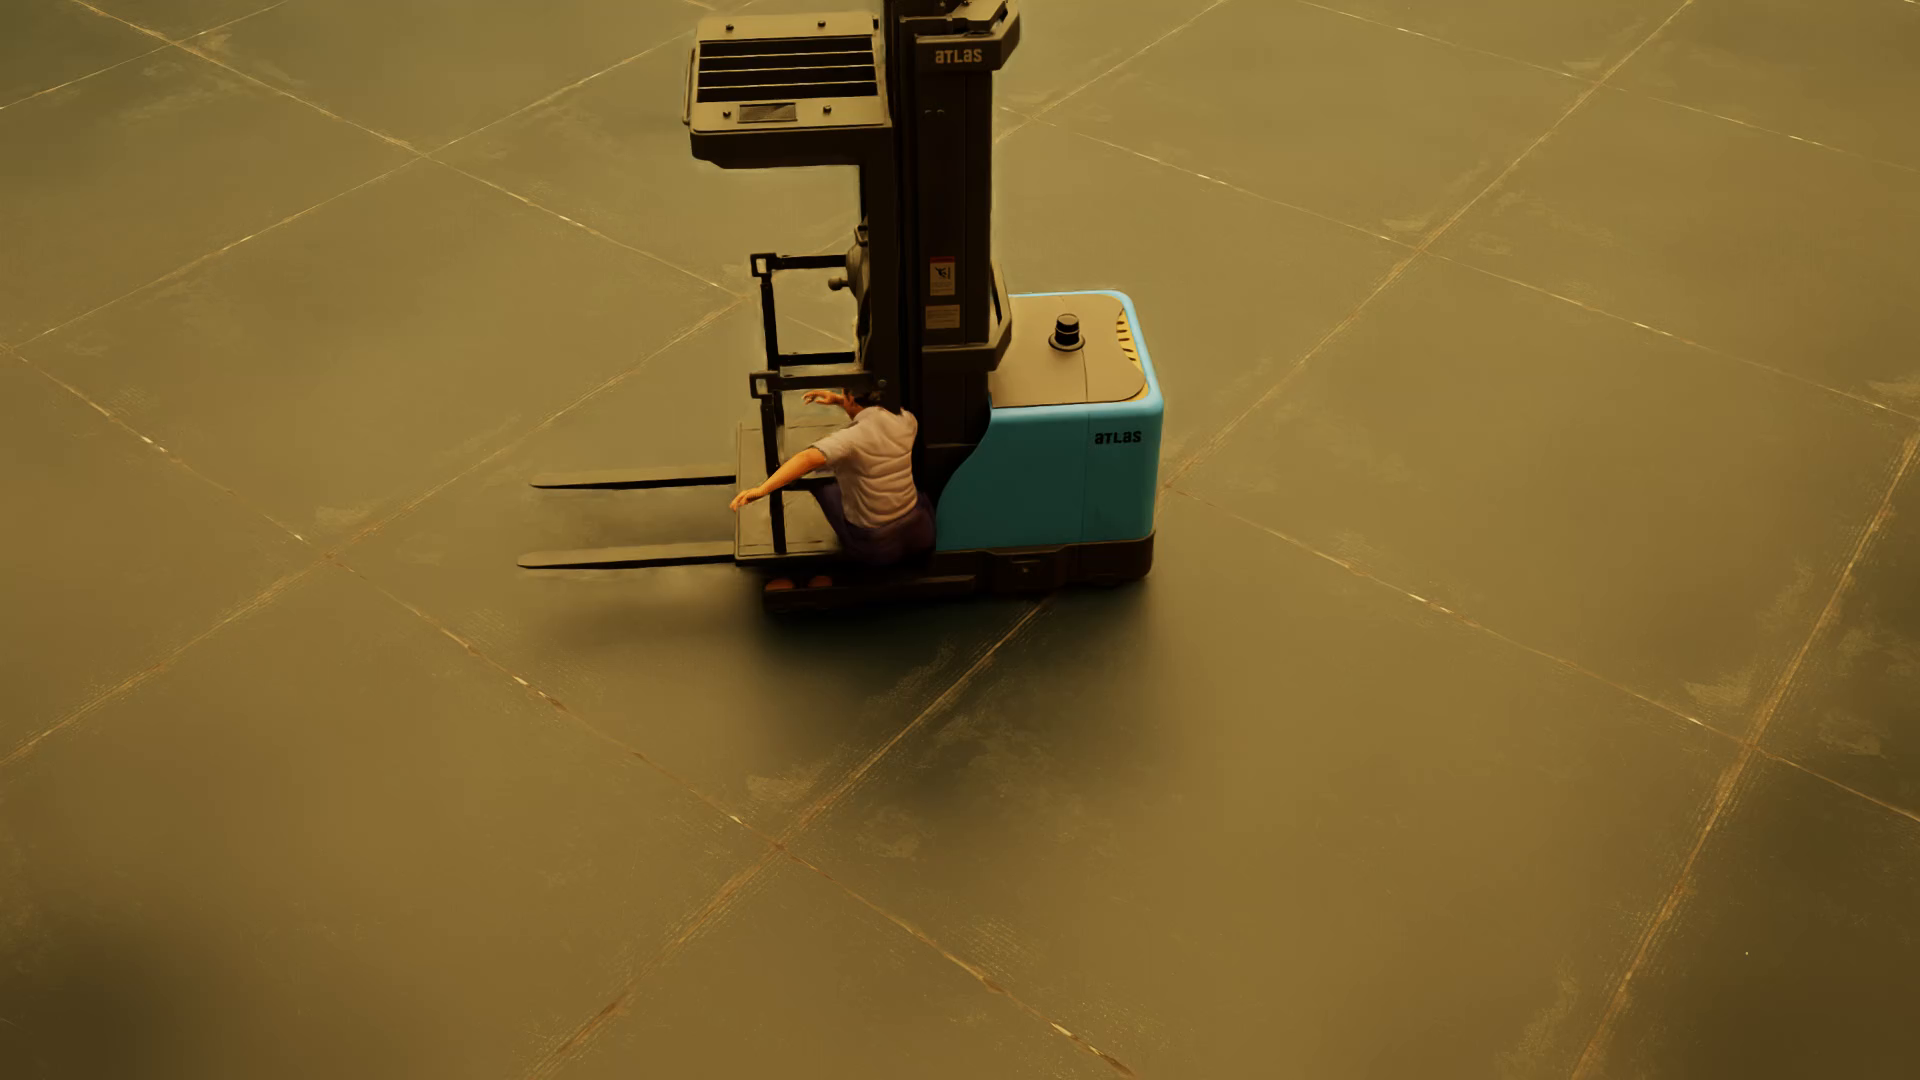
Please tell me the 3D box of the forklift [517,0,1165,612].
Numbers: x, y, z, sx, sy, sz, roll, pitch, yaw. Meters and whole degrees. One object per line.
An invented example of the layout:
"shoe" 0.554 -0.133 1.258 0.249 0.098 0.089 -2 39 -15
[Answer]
"forklift" -0.615 -1.130 7.399 3.031 2.935 1.130 -3 41 -4

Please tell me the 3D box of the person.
"person" -0.539 -0.137 7.501 1.286 1.344 0.709 -23 45 -24
